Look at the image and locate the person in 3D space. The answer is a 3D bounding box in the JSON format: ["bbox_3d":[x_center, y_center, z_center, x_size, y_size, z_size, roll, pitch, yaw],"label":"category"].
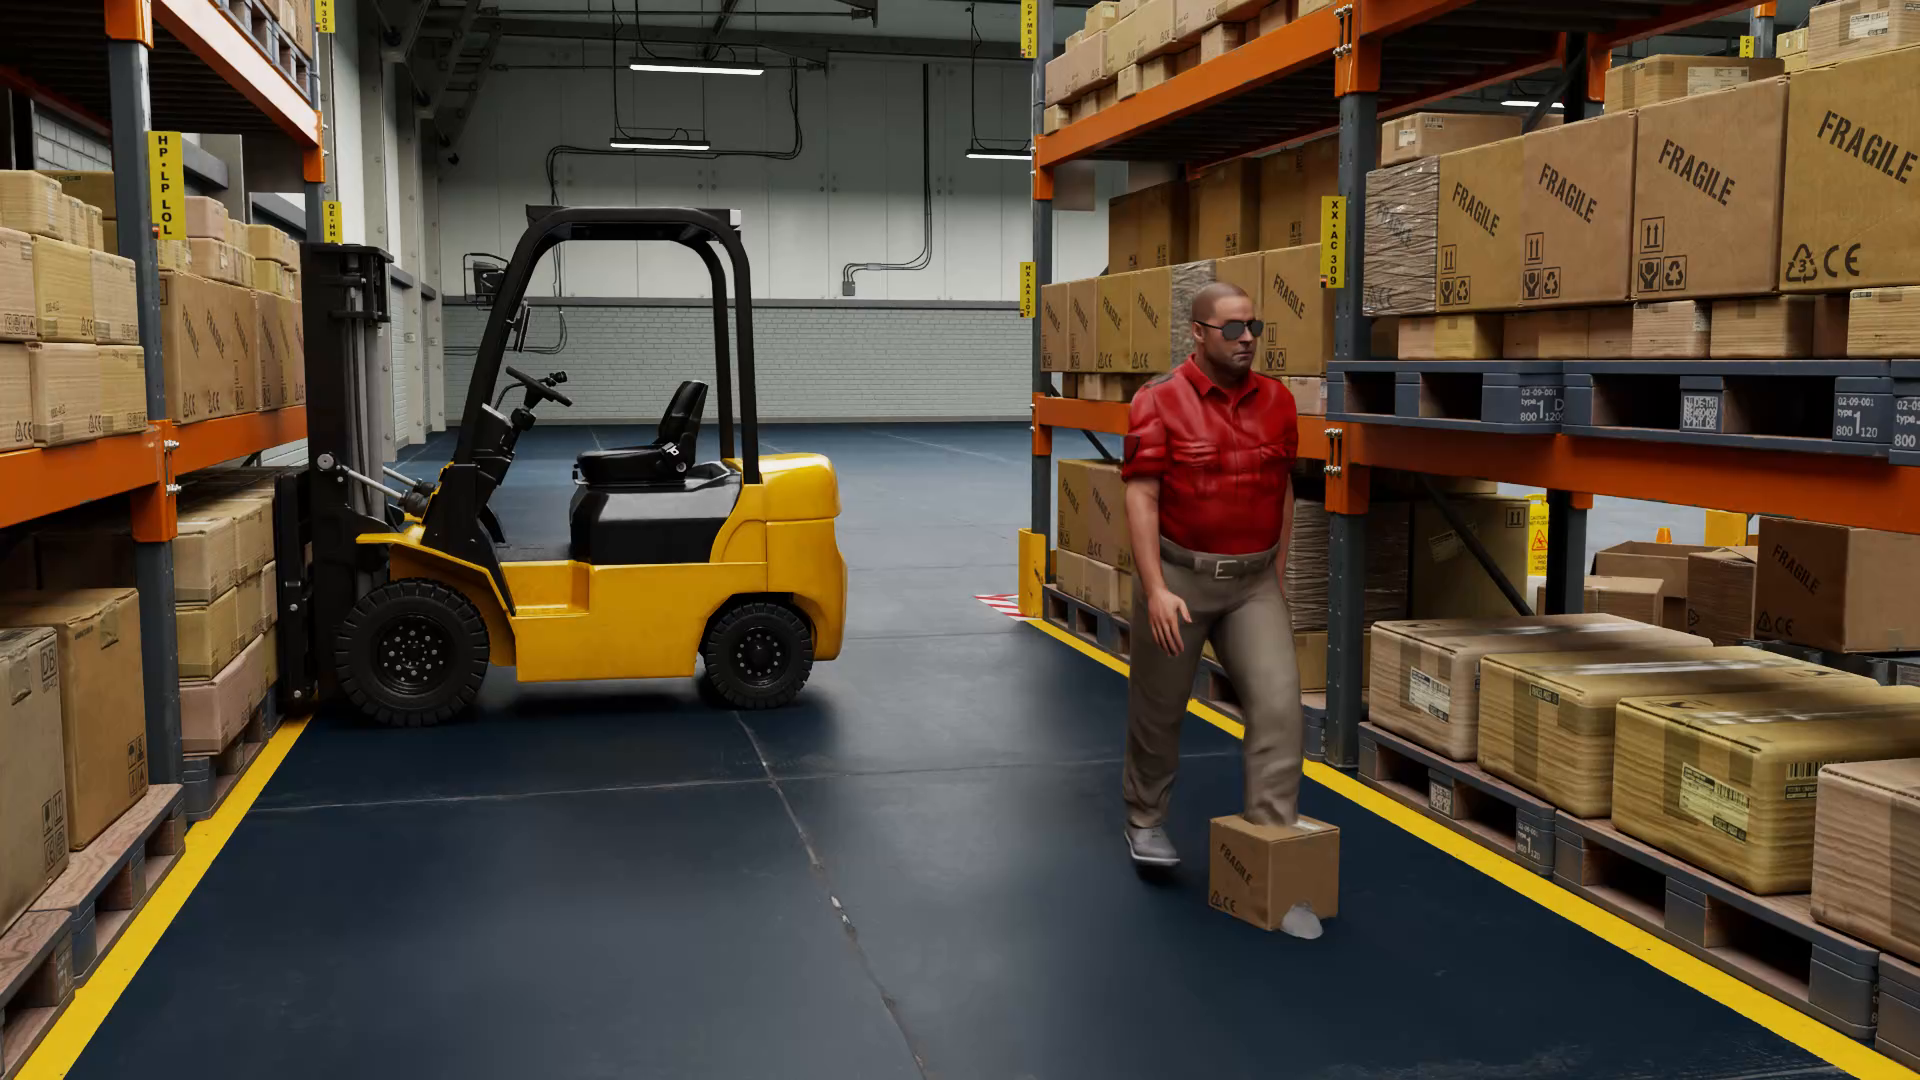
[{"bbox_3d":[0.709,0.174,4.640,0.558,1.766,0.832,-2,6,-14],"label":"person"}]
